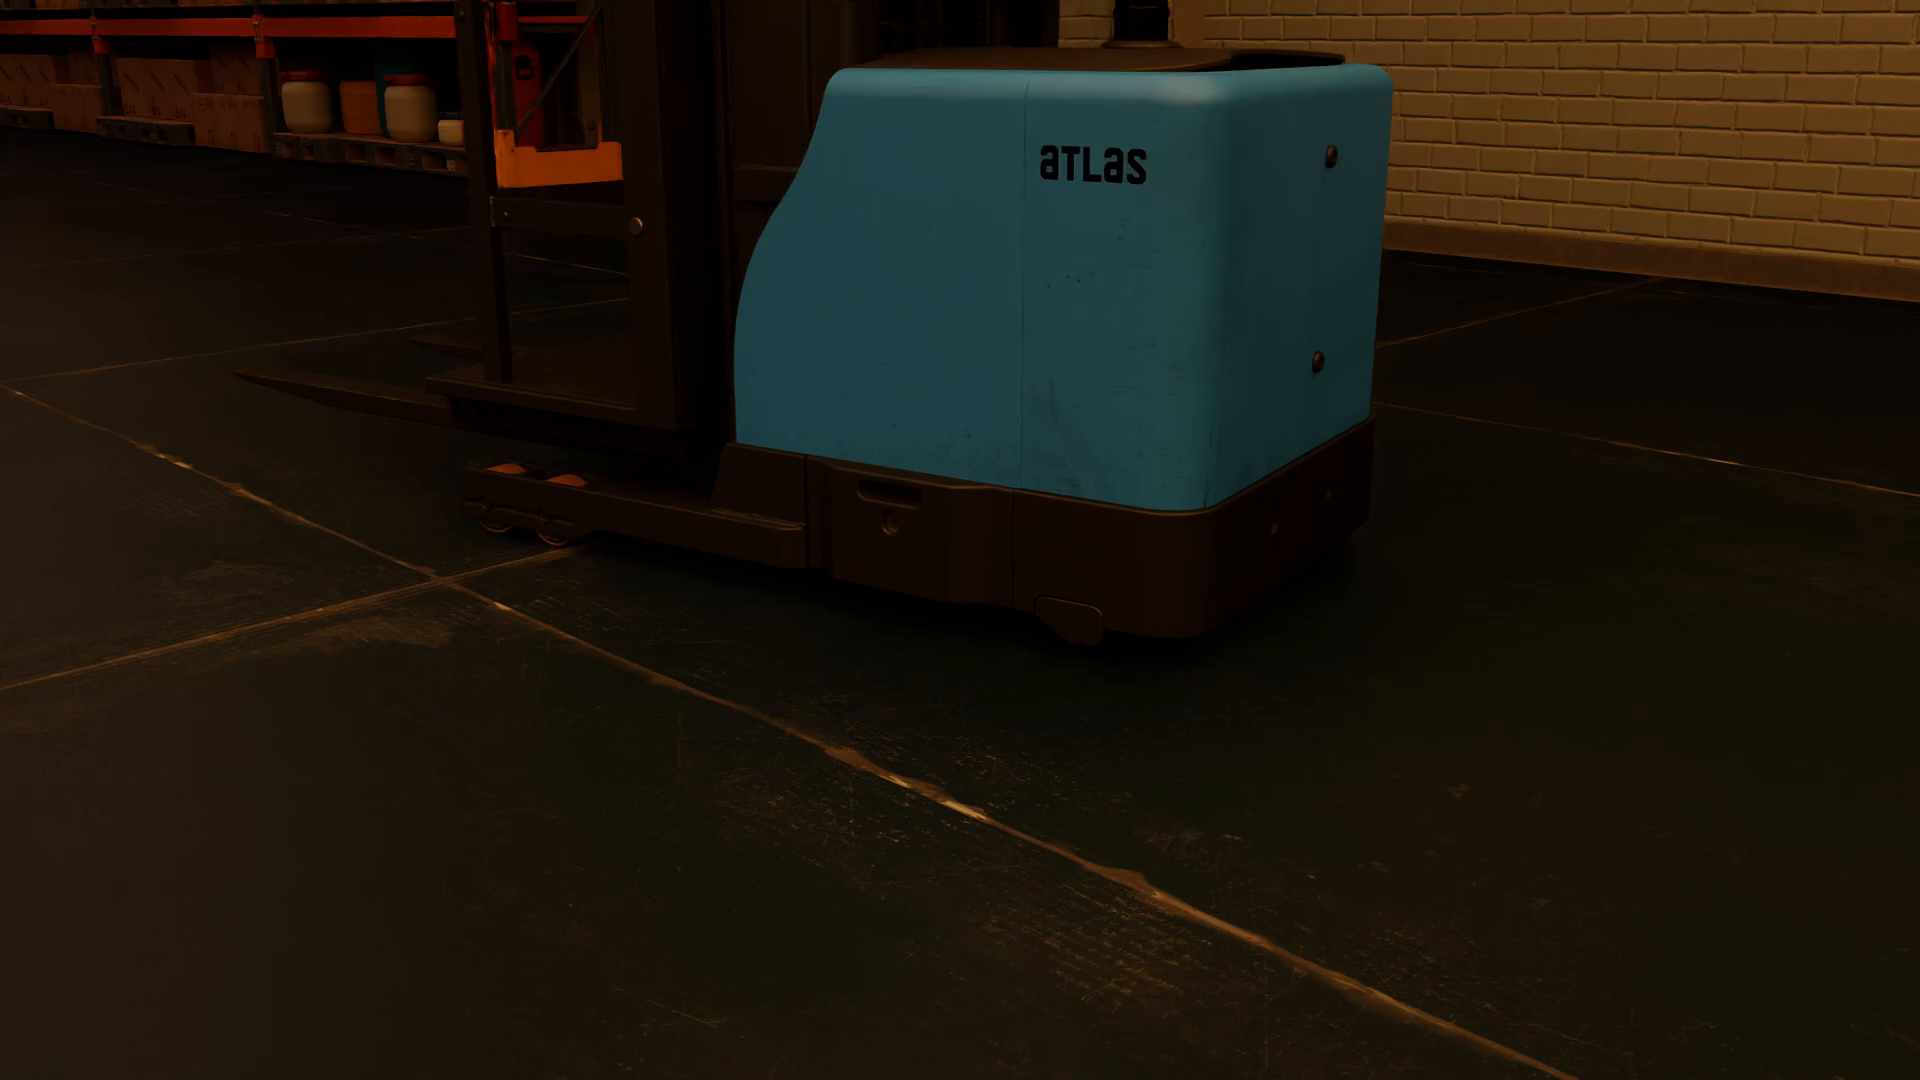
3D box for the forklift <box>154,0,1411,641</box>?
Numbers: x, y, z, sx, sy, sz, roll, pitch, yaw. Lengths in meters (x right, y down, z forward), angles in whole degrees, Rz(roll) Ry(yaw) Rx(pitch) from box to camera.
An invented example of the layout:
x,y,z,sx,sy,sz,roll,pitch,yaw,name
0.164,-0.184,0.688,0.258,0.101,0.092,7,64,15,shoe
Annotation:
x,y,z,sx,sy,sz,roll,pitch,yaw,name
-0.563,-1.469,3.684,3.031,2.935,1.130,7,18,21,forklift
